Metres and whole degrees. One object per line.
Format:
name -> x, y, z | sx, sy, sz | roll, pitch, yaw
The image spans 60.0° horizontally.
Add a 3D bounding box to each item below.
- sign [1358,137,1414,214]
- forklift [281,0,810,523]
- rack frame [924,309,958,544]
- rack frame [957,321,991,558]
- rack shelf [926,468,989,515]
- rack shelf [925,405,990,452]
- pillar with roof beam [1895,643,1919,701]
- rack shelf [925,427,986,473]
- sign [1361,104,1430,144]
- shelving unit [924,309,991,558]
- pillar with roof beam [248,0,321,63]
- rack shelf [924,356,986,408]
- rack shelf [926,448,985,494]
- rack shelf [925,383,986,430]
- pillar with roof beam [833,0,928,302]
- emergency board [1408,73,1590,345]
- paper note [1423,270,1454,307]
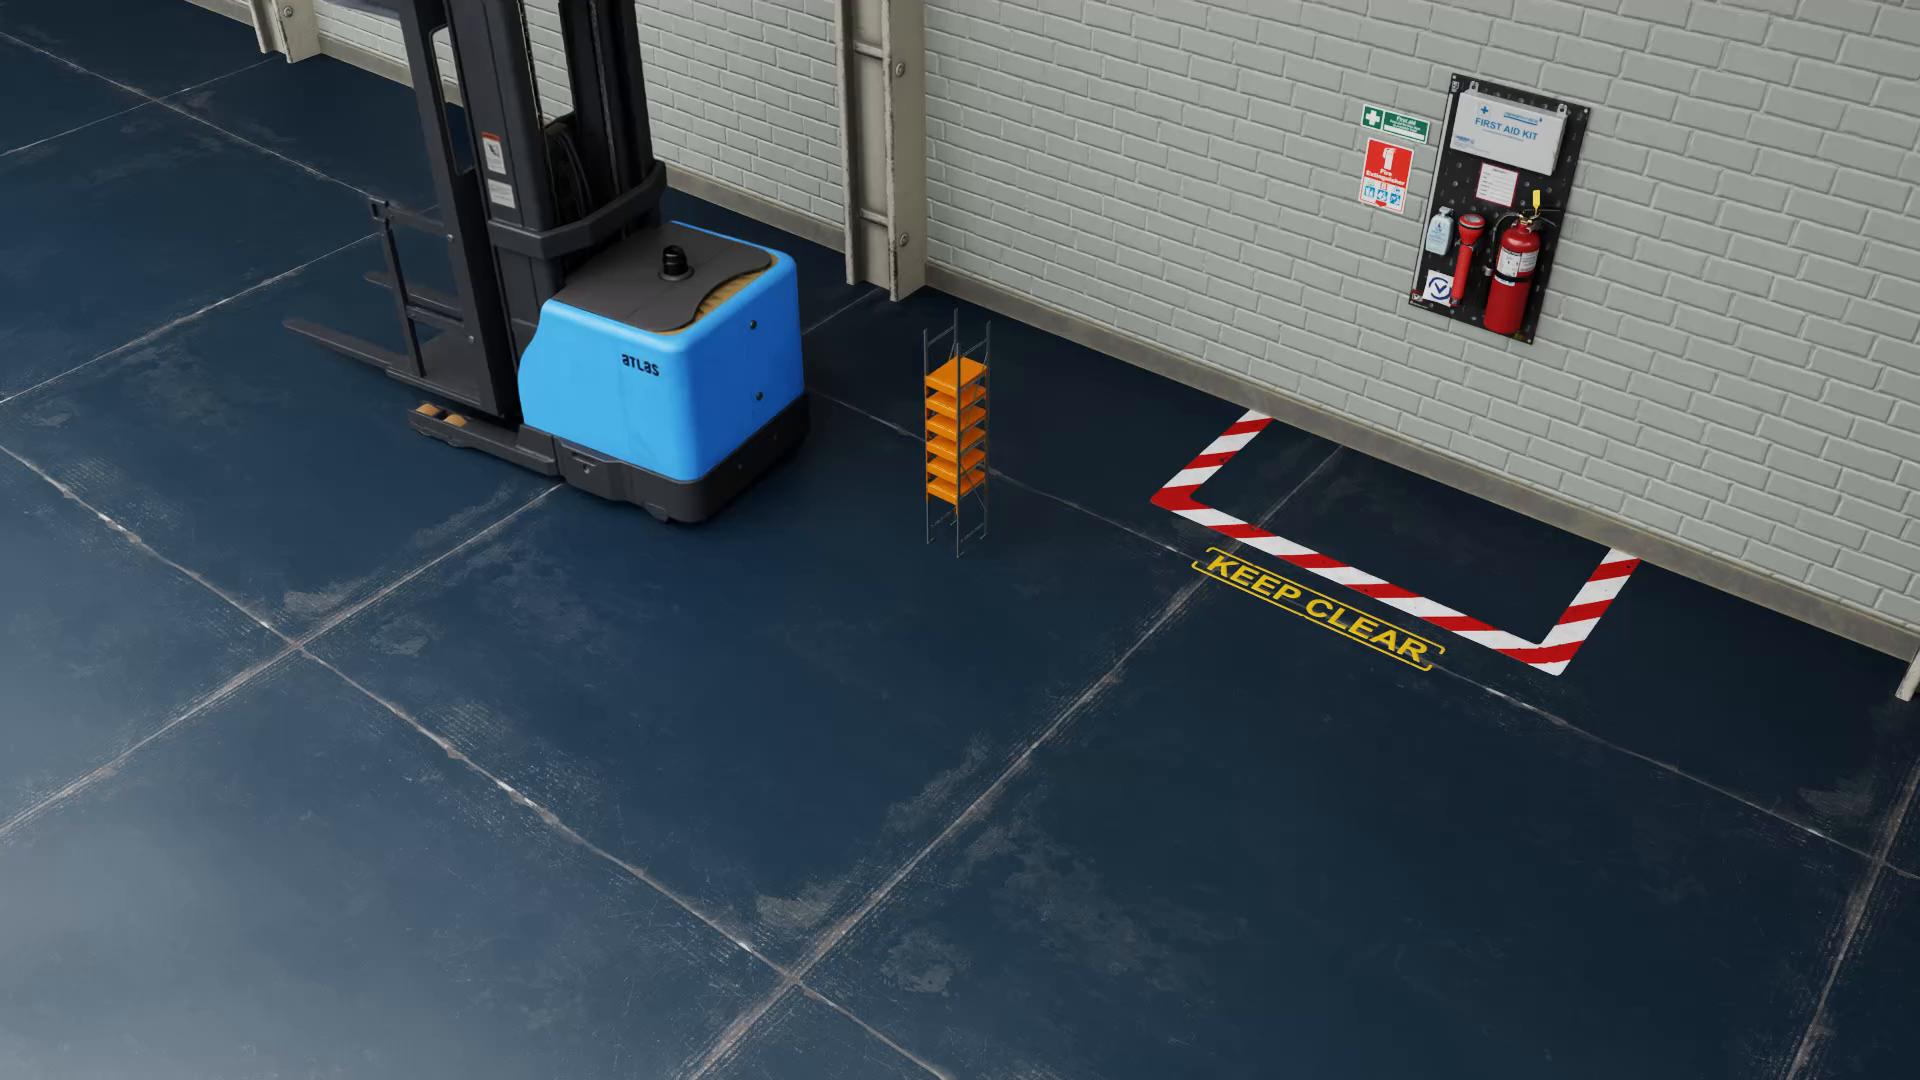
sign -> 2.007, -1.718, 7.842 | 0.234, 0.329, 0.001 | 25, 45, 29
forklift -> -2.323, -1.906, 8.167 | 3.031, 2.935, 1.130 | 20, 42, 23
rack frame -> -0.084, -0.512, 7.792 | 0.006, 1.200, 0.240 | 25, 45, 29
rack frame -> 0.061, -0.444, 7.704 | 0.006, 1.200, 0.240 | 25, 45, 29
rack shelf -> -0.011, -0.254, 7.923 | 0.180, 0.103, 0.258 | 25, 45, 29
rack shelf -> -0.012, -0.537, 7.701 | 0.180, 0.103, 0.258 | 25, 45, 29
pillar with roof beam -> 1.708, -0.756, 1.777 | 0.400, 9.000, 9.100 | 25, 45, 29
rack shelf -> -0.012, -0.443, 7.775 | 0.180, 0.103, 0.258 | 25, 45, 29
sign -> 2.006, -1.920, 7.671 | 0.331, 0.109, 0.001 | 25, 45, 29
shelving unit -> -0.012, -0.478, 7.748 | 0.189, 1.200, 0.258 | 25, 45, 29
pillar with roof beam -> -7.823, -5.250, 7.517 | 0.400, 9.000, 9.100 | 25, 45, 29
rack shelf -> -0.012, -0.726, 7.553 | 0.180, 0.103, 0.258 | 25, 45, 29
rack shelf -> -0.011, -0.348, 7.849 | 0.180, 0.103, 0.258 | 25, 45, 29
rack shelf -> -0.012, -0.632, 7.627 | 0.180, 0.103, 0.258 | 25, 45, 29
pillar with roof beam -> -3.058, -3.003, 4.647 | 0.400, 9.000, 9.100 | 25, 45, 29
emergency board -> 2.384, -1.446, 7.524 | 0.643, 1.169, 0.194 | 25, 45, 29
paper note -> 2.285, -1.199, 7.924 | 0.142, 0.148, 0.016 | 25, 45, 29
